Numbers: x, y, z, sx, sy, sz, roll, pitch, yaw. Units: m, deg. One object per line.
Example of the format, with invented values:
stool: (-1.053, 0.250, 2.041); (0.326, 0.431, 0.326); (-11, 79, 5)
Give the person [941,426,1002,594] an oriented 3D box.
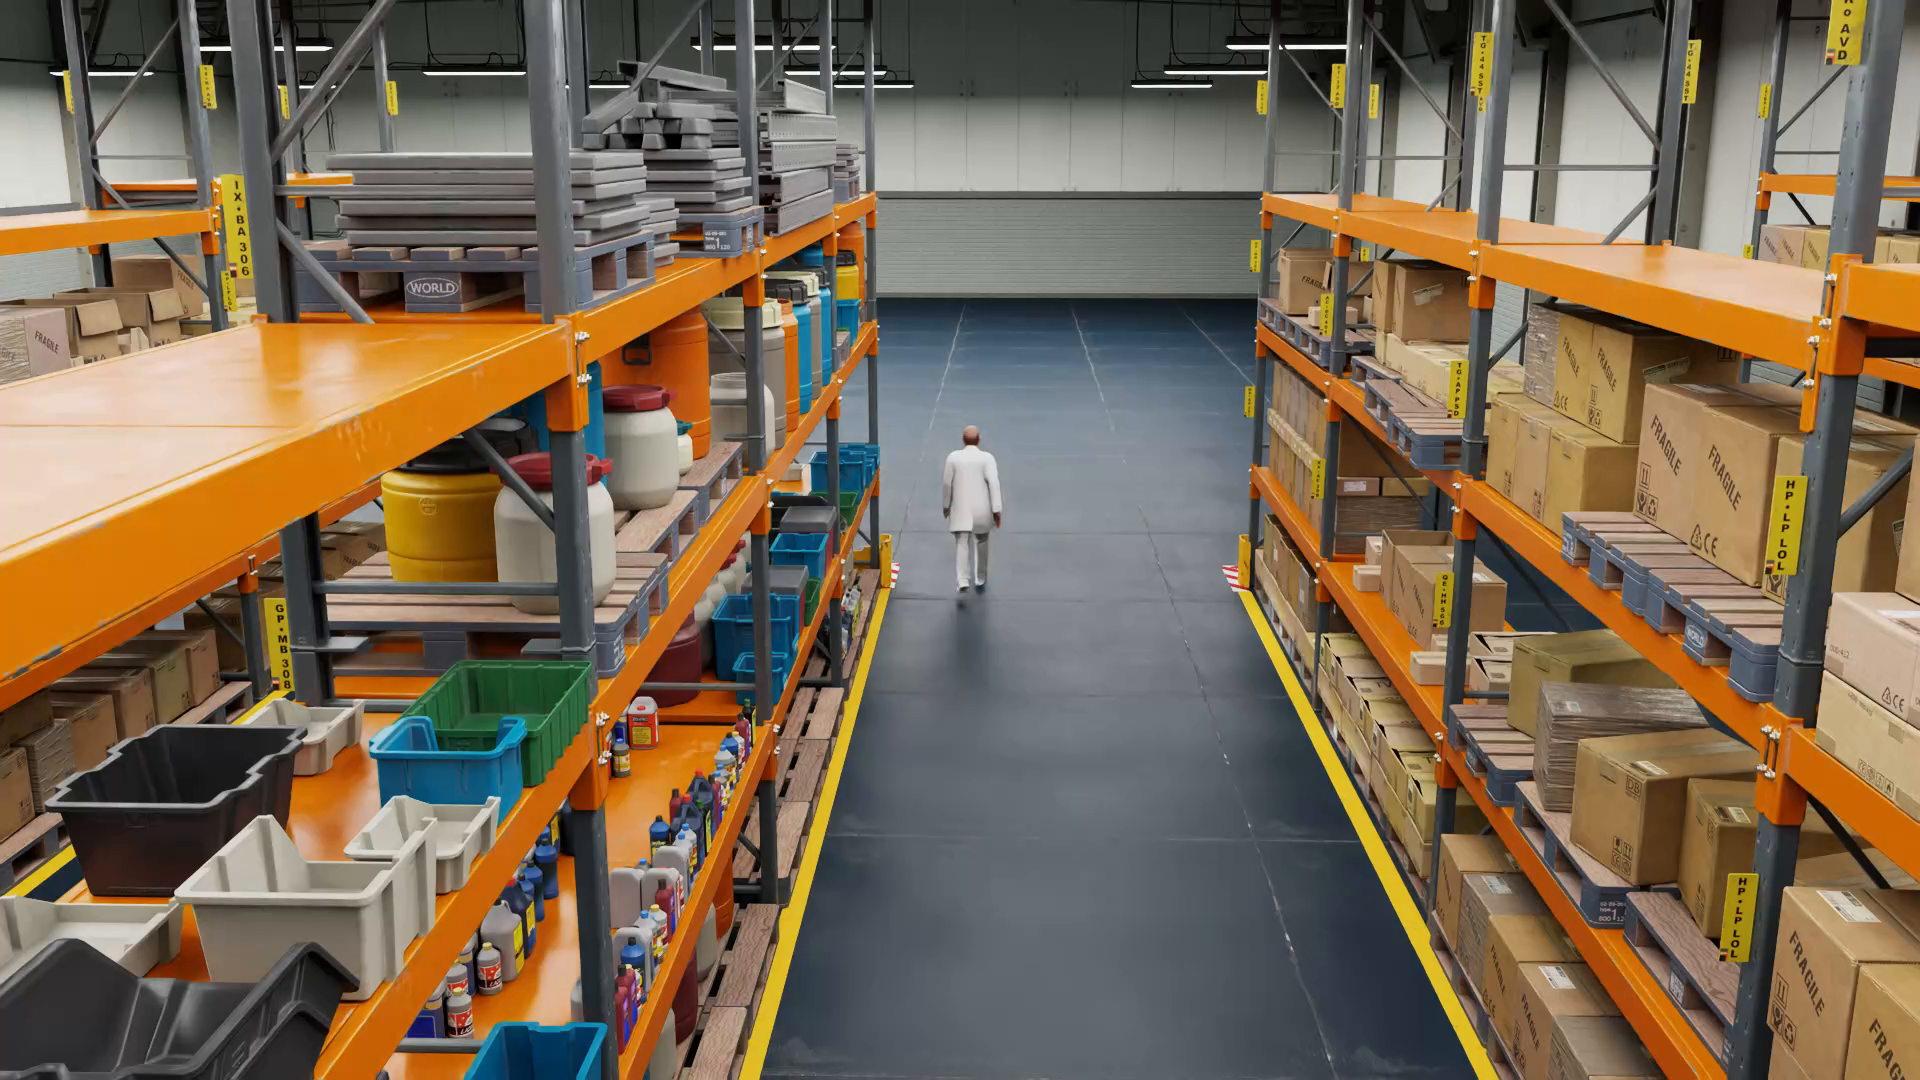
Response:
person: (0.122, -0.313, 17.342); (0.635, 1.737, 1.123); (0, 14, -1)
